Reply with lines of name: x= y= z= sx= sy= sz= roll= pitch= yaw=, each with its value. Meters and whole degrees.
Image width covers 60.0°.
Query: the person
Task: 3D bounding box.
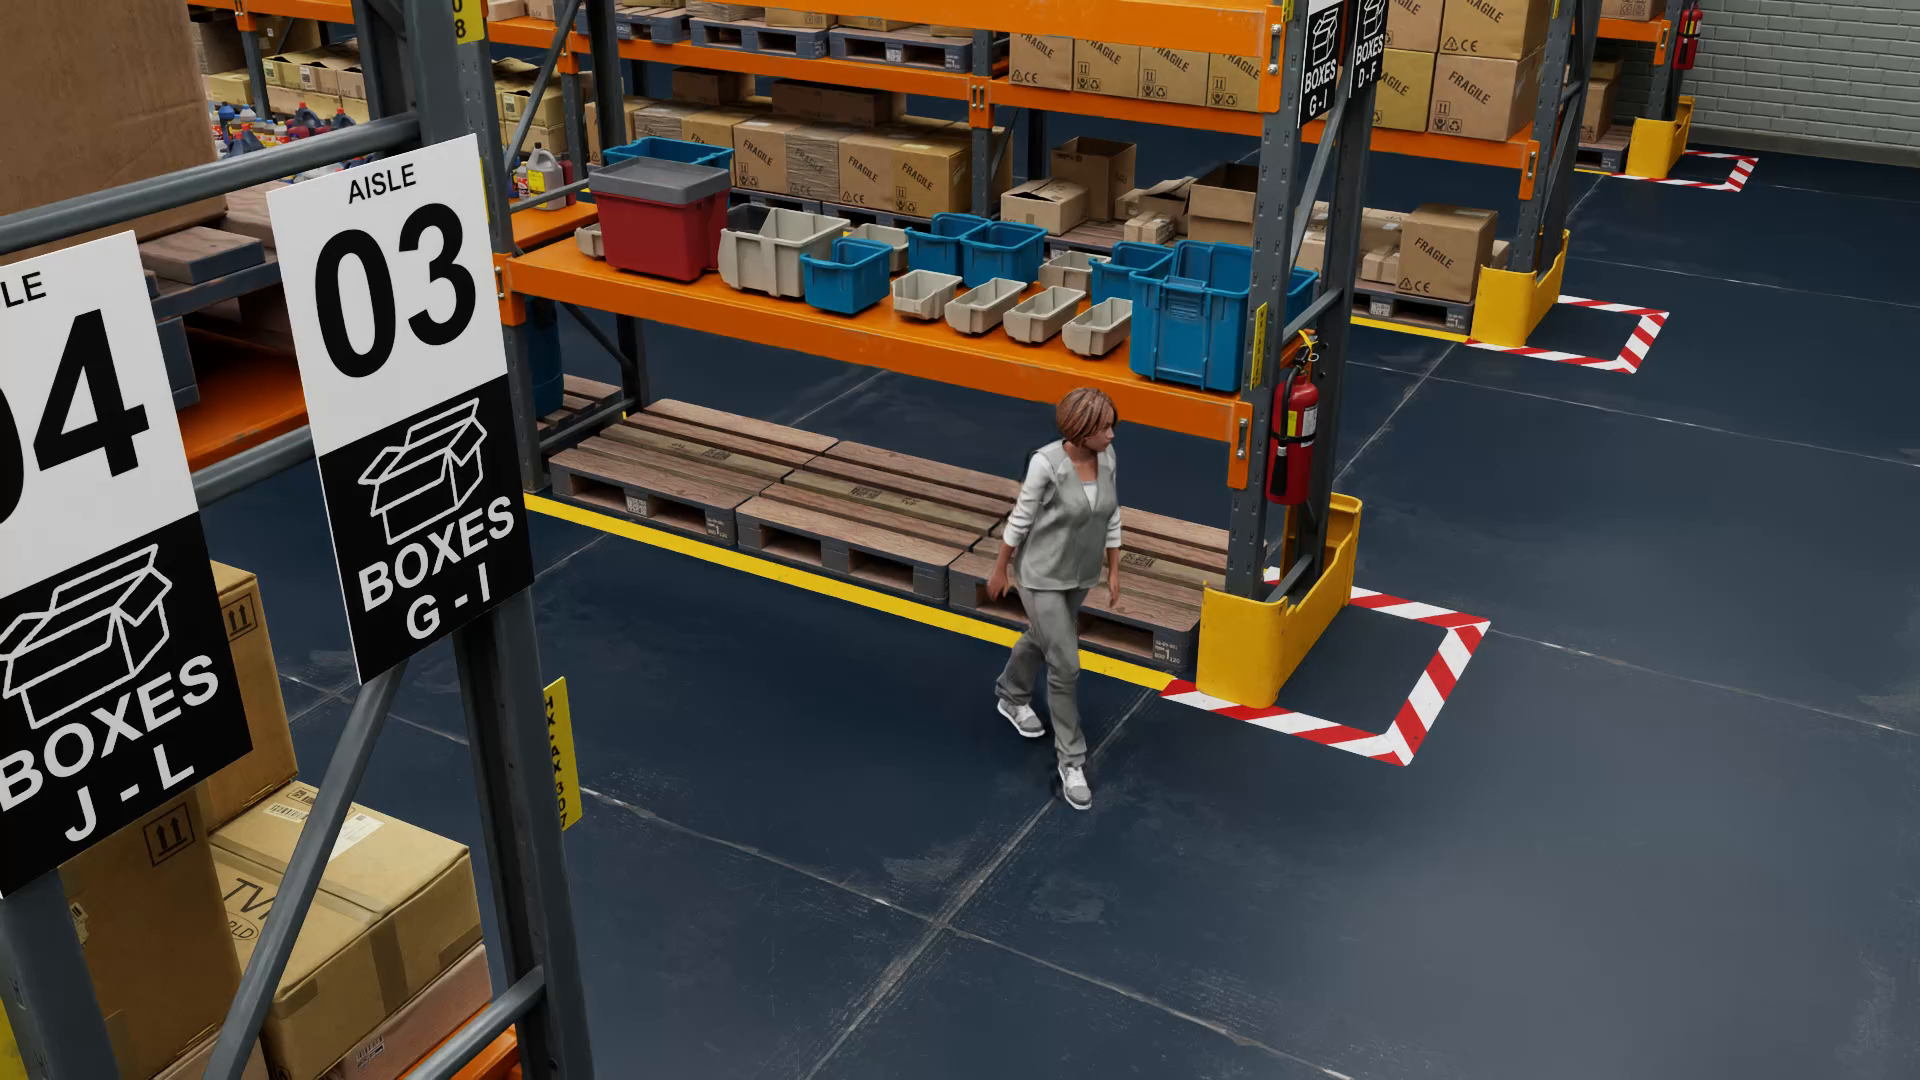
person: x=0.386 y=0.150 z=6.340 sx=0.466 sy=1.594 sz=0.722 roll=-20 pitch=33 yaw=-34
